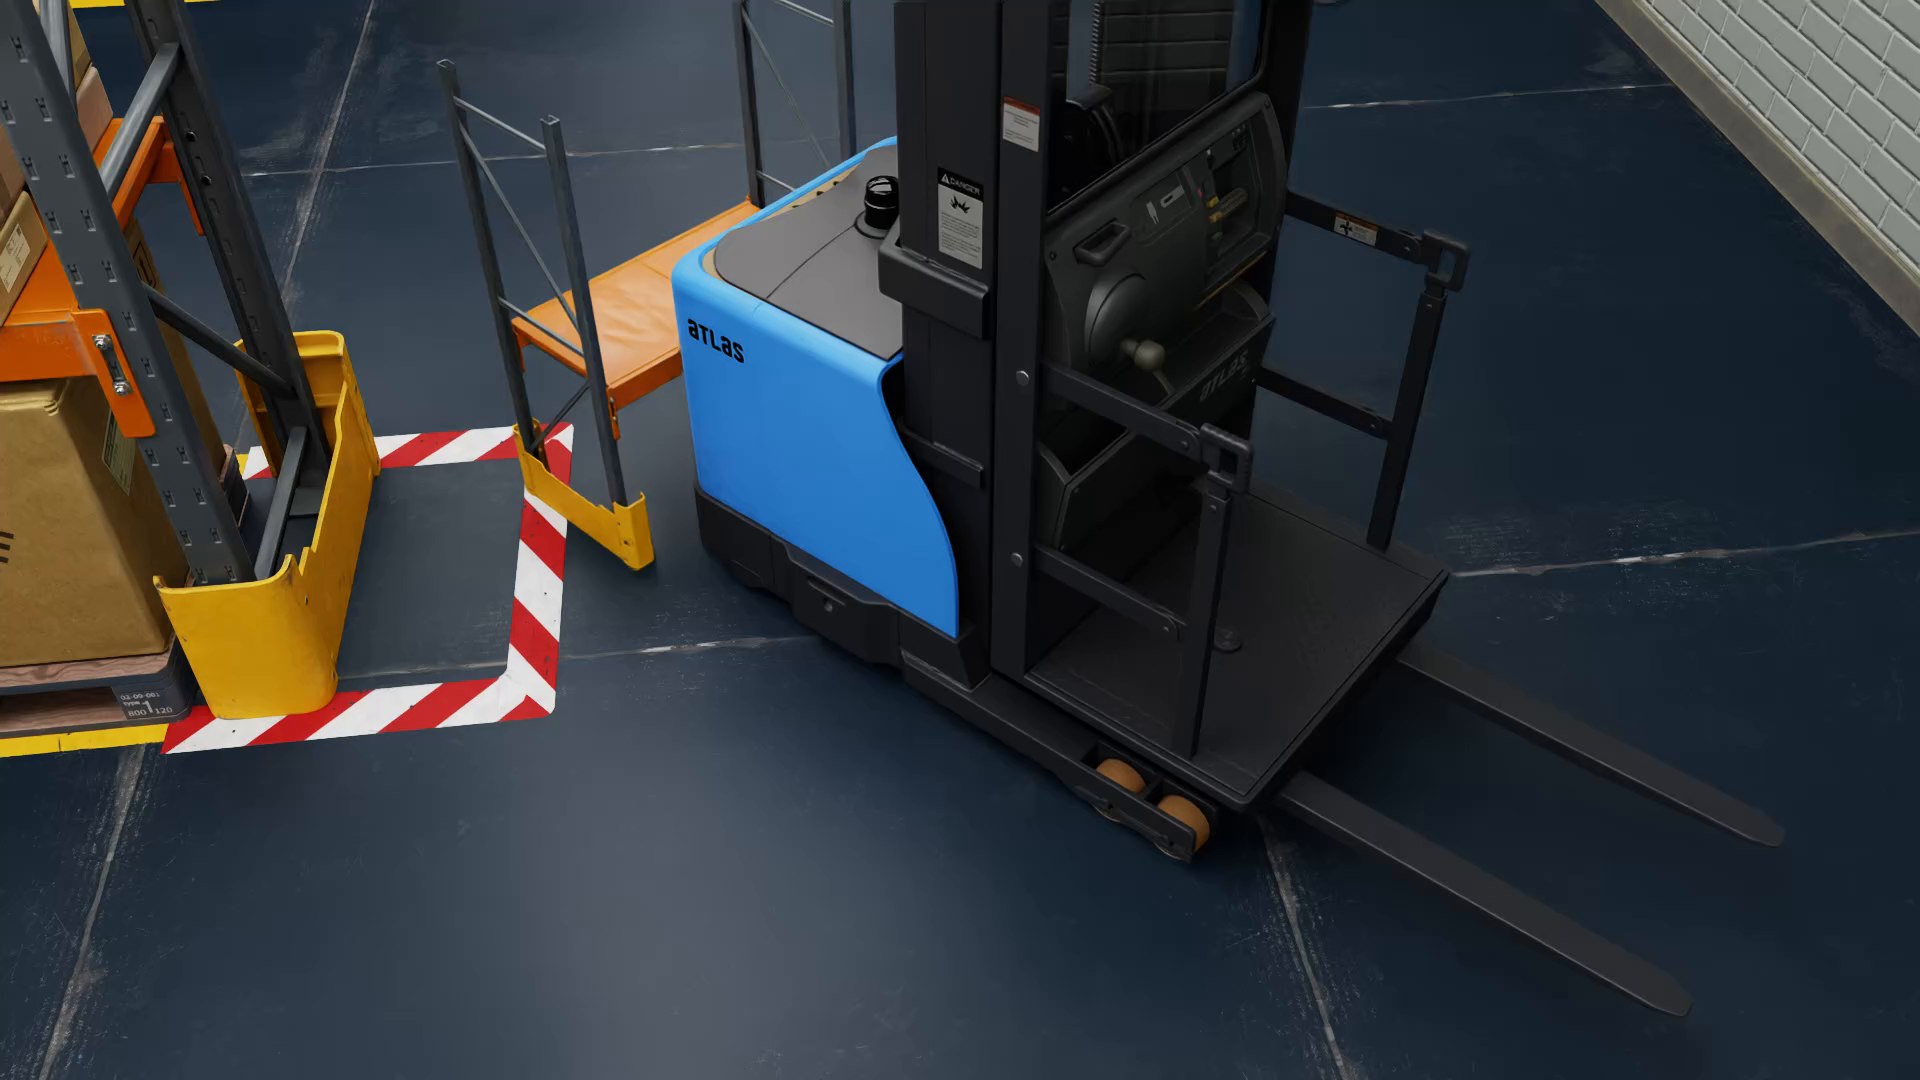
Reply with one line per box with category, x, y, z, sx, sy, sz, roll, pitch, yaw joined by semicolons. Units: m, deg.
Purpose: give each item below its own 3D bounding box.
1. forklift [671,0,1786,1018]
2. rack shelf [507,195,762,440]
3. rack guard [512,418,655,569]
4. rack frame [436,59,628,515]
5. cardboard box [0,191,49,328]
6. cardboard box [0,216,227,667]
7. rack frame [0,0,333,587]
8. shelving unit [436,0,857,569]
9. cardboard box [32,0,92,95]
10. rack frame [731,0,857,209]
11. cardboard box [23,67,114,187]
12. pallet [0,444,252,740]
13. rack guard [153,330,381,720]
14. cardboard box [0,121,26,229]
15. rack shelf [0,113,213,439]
forklift;0.662;-0.664;3.798;3.031;2.935;1.130;29;49;28
rack shelf;-0.853;-0.721;5.198;0.538;0.185;1.000;32;51;30
rack guard;-1.186;-0.150;5.230;0.587;0.250;0.087;32;51;30
rack frame;-1.199;-0.605;4.801;0.500;1.500;0.032;32;51;30
cardboard box;-2.362;-0.659;3.929;0.250;0.149;0.380;-4;42;-5
cardboard box;-2.675;-0.260;4.572;0.875;0.875;0.875;-5;42;-6
rack frame;-2.051;-1.002;4.121;0.127;3.000;1.000;-5;42;-6
shelving unit;-0.847;-0.859;5.082;0.587;1.500;1.083;32;51;30
cardboard box;-2.562;-1.194;4.224;0.500;0.250;0.500;-6;42;-7
rack frame;-0.507;-1.103;5.353;0.500;1.500;0.032;32;51;30
cardboard box;-2.446;-1.097;4.414;0.250;0.149;0.380;-5;42;-5
pallet;-2.834;0.155;4.921;1.213;0.211;1.003;-5;42;-6
rack guard;-2.027;-0.076;4.961;0.348;0.500;1.175;-5;42;-6
cardboard box;-2.497;-0.838;3.830;0.500;0.250;0.500;-6;42;-6
rack shelf;-4.034;-0.561;4.170;4.000;0.370;1.077;-5;42;-6
